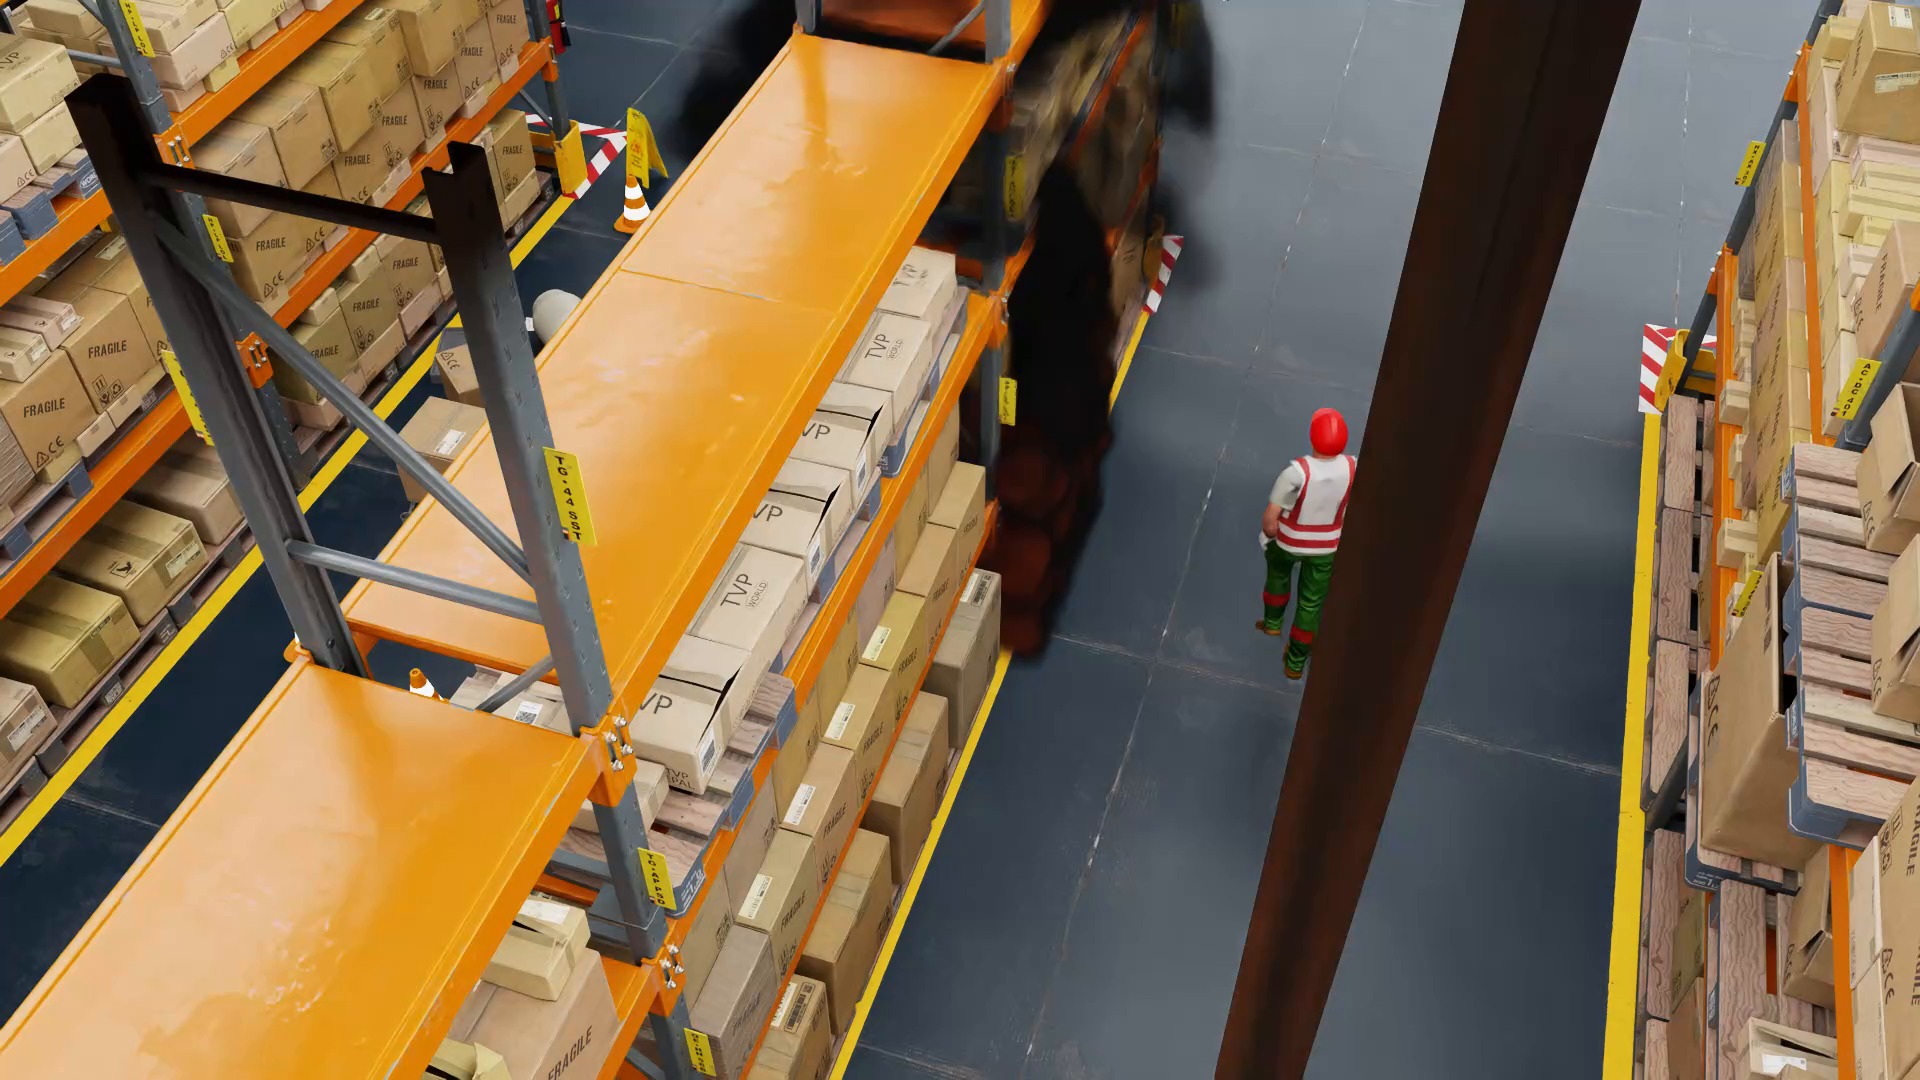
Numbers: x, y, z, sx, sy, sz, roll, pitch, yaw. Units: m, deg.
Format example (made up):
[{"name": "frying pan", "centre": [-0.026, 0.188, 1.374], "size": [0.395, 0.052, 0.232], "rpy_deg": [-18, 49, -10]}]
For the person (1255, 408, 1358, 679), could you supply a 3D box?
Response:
[{"name": "person", "centre": [1.990, 0.006, 9.511], "size": [0.636, 1.877, 0.742], "rpy_deg": [4, 46, 4]}]
